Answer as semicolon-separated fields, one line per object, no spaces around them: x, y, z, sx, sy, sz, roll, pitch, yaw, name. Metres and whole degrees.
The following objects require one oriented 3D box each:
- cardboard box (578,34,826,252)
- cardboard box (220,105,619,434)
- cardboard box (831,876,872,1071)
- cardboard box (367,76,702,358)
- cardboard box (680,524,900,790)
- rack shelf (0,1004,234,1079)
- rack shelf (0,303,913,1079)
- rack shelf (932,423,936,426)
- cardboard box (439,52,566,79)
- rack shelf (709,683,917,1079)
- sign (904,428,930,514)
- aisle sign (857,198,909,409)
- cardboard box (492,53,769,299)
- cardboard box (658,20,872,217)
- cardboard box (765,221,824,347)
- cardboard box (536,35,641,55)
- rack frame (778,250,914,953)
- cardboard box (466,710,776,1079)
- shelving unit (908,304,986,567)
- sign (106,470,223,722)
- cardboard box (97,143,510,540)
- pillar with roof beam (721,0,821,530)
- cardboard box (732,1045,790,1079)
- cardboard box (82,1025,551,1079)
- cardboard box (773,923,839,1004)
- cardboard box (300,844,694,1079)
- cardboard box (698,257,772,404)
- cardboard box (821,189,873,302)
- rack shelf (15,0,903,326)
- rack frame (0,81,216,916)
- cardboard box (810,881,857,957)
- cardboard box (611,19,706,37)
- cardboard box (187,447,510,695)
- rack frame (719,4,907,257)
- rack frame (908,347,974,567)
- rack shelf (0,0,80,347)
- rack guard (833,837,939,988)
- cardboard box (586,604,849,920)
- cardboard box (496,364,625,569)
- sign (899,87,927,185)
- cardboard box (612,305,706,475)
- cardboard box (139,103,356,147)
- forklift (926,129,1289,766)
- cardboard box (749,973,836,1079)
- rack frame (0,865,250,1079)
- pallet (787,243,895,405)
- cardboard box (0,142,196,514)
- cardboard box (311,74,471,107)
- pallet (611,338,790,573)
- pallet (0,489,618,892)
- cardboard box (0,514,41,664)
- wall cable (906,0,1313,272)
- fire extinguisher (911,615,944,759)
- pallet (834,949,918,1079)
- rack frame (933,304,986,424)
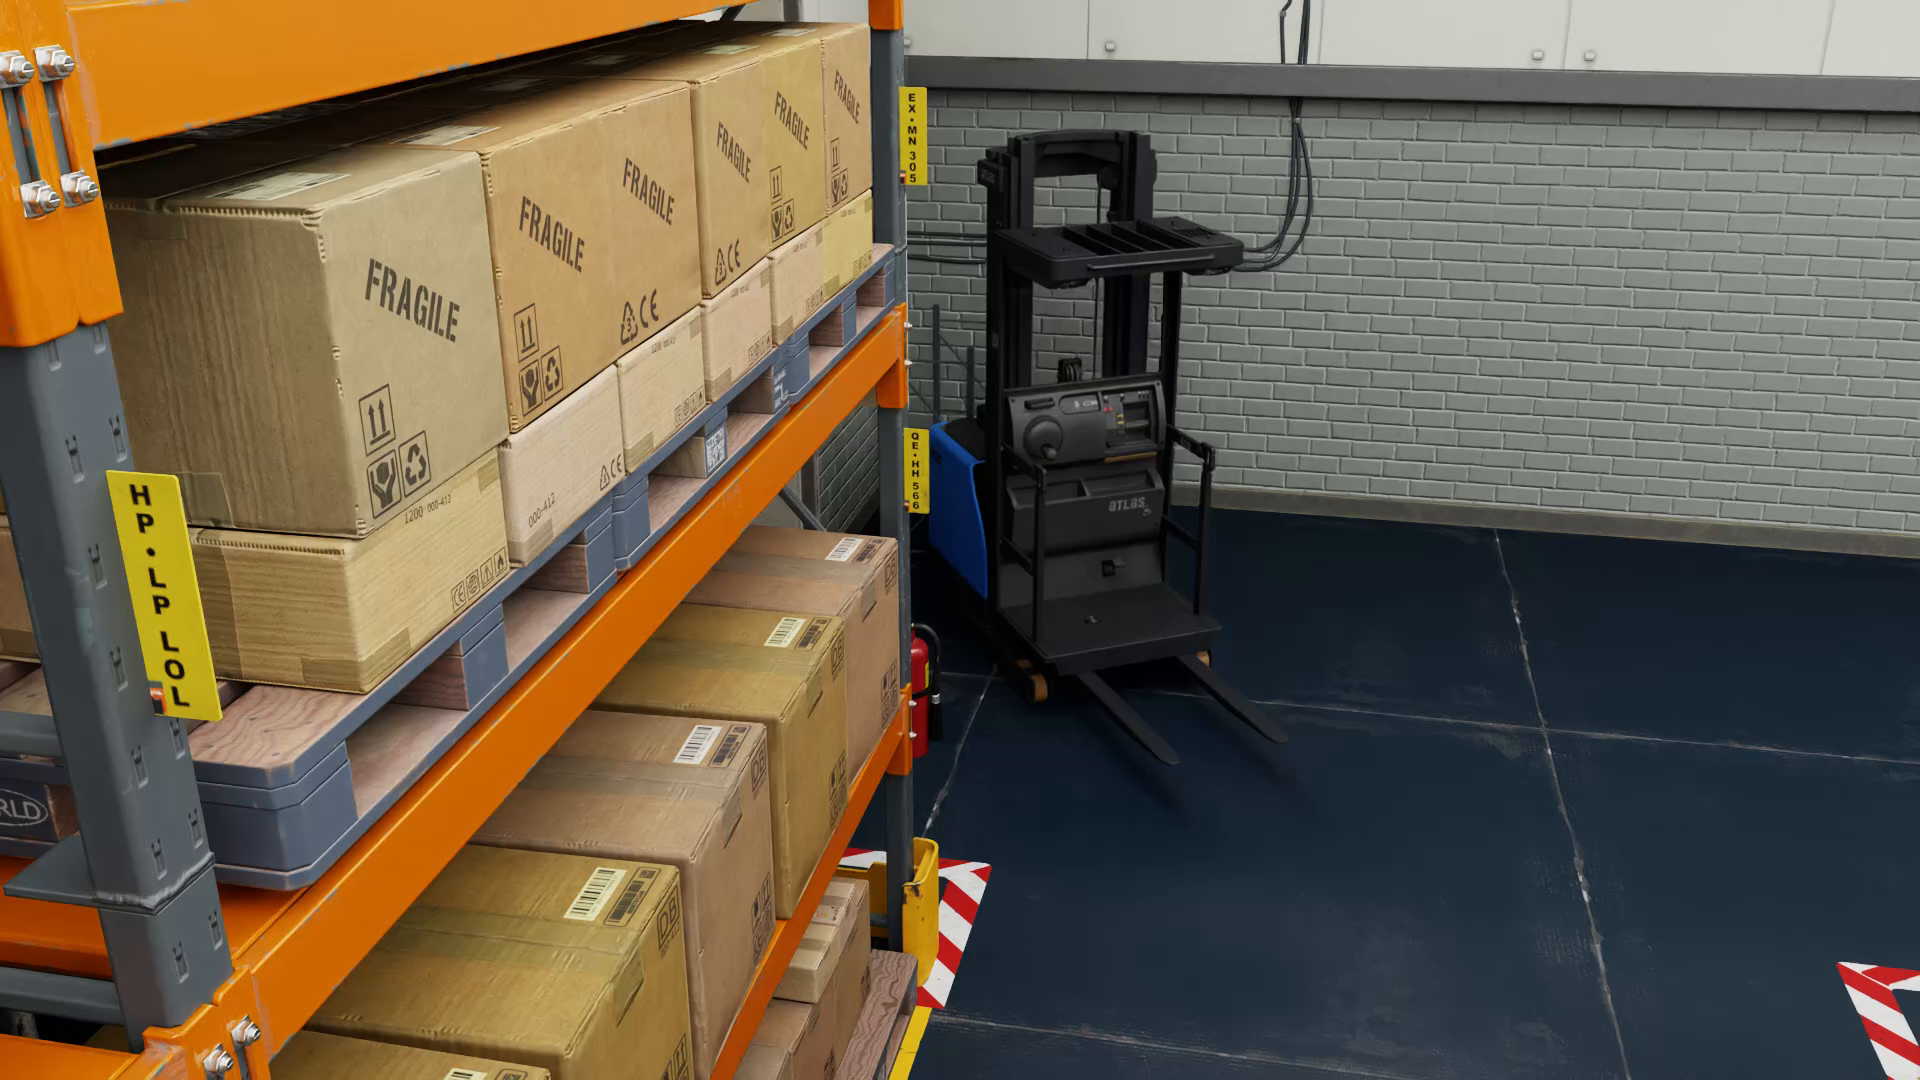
-0.685;-1.092;4.535;0.500;0.500;0.500;5;23;13;cardboard box
-0.988;-0.527;3.134;0.500;0.500;0.500;4;22;10;cardboard box
-0.735;1.577;6.207;0.700;0.500;0.500;4;22;11;cardboard box
-0.892;-0.708;3.583;0.500;0.500;0.500;5;22;11;cardboard box
-0.785;0.397;5.952;0.980;0.700;0.700;5;23;13;cardboard box
-1.915;1.485;0.599;1.077;0.370;4.000;4;22;11;rack shelf
-1.098;0.022;4.231;1.077;0.370;4.000;4;22;11;rack shelf
-0.048;-0.533;11.150;0.538;0.185;1.000;5;22;12;rack shelf
-1.293;-0.937;4.150;0.500;0.500;0.500;4;22;11;cardboard box
-1.098;1.414;4.791;1.077;0.370;4.000;4;22;11;rack shelf
-0.162;-0.252;6.097;0.100;0.325;0.005;4;22;11;sign
-0.382;-0.861;5.996;0.394;0.787;0.004;4;22;11;aisle sign
-0.784;-0.900;4.060;0.500;0.500;0.500;3;22;9;cardboard box
-0.573;-1.274;4.987;0.500;0.500;0.500;4;22;11;cardboard box
-0.685;-0.736;4.656;0.500;0.250;0.500;4;22;9;cardboard box
-1.191;-1.121;4.608;0.500;0.500;0.500;4;22;10;cardboard box
-0.690;0.348;6.473;1.000;3.000;0.127;4;22;11;rack frame
-1.087;0.942;4.599;0.980;0.700;0.700;3;22;8;cardboard box
-0.048;-0.700;11.083;0.538;1.500;1.048;5;22;12;shelving unit
-0.973;0.072;2.031;0.100;0.325;0.005;4;22;11;sign
-1.087;-0.339;2.666;0.500;0.500;0.500;4;22;10;cardboard box
3.228;-3.160;7.153;9.100;9.000;0.400;4;22;11;pillar with roof beam
-0.939;1.944;5.296;0.700;0.500;0.500;4;22;9;cardboard box
-1.380;1.475;3.274;0.980;0.700;0.700;5;22;12;cardboard box
-0.635;1.430;5.703;0.380;0.149;0.250;5;22;12;cardboard box
-1.226;1.208;3.936;0.980;0.700;0.700;4;22;10;cardboard box
-0.786;-0.545;4.182;0.500;0.250;0.500;4;22;9;cardboard box
-0.580;-0.927;5.129;0.500;0.250;0.500;5;23;13;cardboard box
-1.098;-1.184;3.745;1.077;0.370;4.000;4;22;11;rack shelf
-1.507;-0.971;1.720;1.000;3.000;0.127;4;22;11;rack frame
-0.583;1.337;5.935;0.380;0.149;0.250;4;22;10;cardboard box
-1.076;-1.314;5.086;0.500;0.500;0.500;4;22;9;cardboard box
-1.107;0.016;2.789;0.500;0.250;0.500;4;22;11;cardboard box
-0.690;-2.434;5.353;1.000;3.000;0.127;4;22;11;rack frame
-0.158;-0.514;10.622;0.500;1.500;0.032;5;22;12;rack frame
-1.915;0.279;0.113;1.077;0.370;4.000;4;22;11;rack shelf
-0.685;1.499;6.962;1.175;0.500;0.348;4;22;11;rack guard
-0.922;0.663;5.289;0.980;0.700;0.700;4;22;10;cardboard box
-0.990;-0.170;3.249;0.500;0.250;0.500;4;22;10;cardboard box
-0.162;-1.371;5.647;0.100;0.325;0.005;4;22;11;sign
-0.892;-0.358;3.716;0.500;0.250;0.500;4;22;9;cardboard box
-1.488;-0.562;3.219;0.500;0.500;0.500;4;22;9;cardboard box
0.785;-0.637;9.011;1.130;2.935;3.031;-8;23;-19;forklift
-0.837;1.760;5.753;0.700;0.500;0.500;4;22;11;cardboard box
-1.507;1.811;2.841;1.000;3.000;0.127;4;22;11;rack frame
-0.831;-0.730;5.254;1.003;0.211;1.213;4;22;11;pallet
-1.592;-0.373;2.750;0.500;0.500;0.500;4;22;11;cardboard box
-1.402;-0.755;3.698;0.500;0.500;0.500;4;22;9;cardboard box
-1.078;-0.282;4.143;1.003;0.211;1.213;4;22;11;pallet
-1.329;0.163;3.038;1.003;0.211;1.213;4;22;11;pallet
-1.596;-0.020;2.877;0.500;0.250;0.500;5;22;11;cardboard box
0.814;-3.035;11.001;3.097;2.526;0.112;4;22;11;wall cable
-0.208;0.537;6.607;0.296;0.674;0.183;4;22;11;fire extinguisher
-0.777;1.940;6.253;1.003;0.211;1.213;4;22;11;pallet
0.061;-0.885;11.543;0.500;1.500;0.032;5;22;12;rack frame
